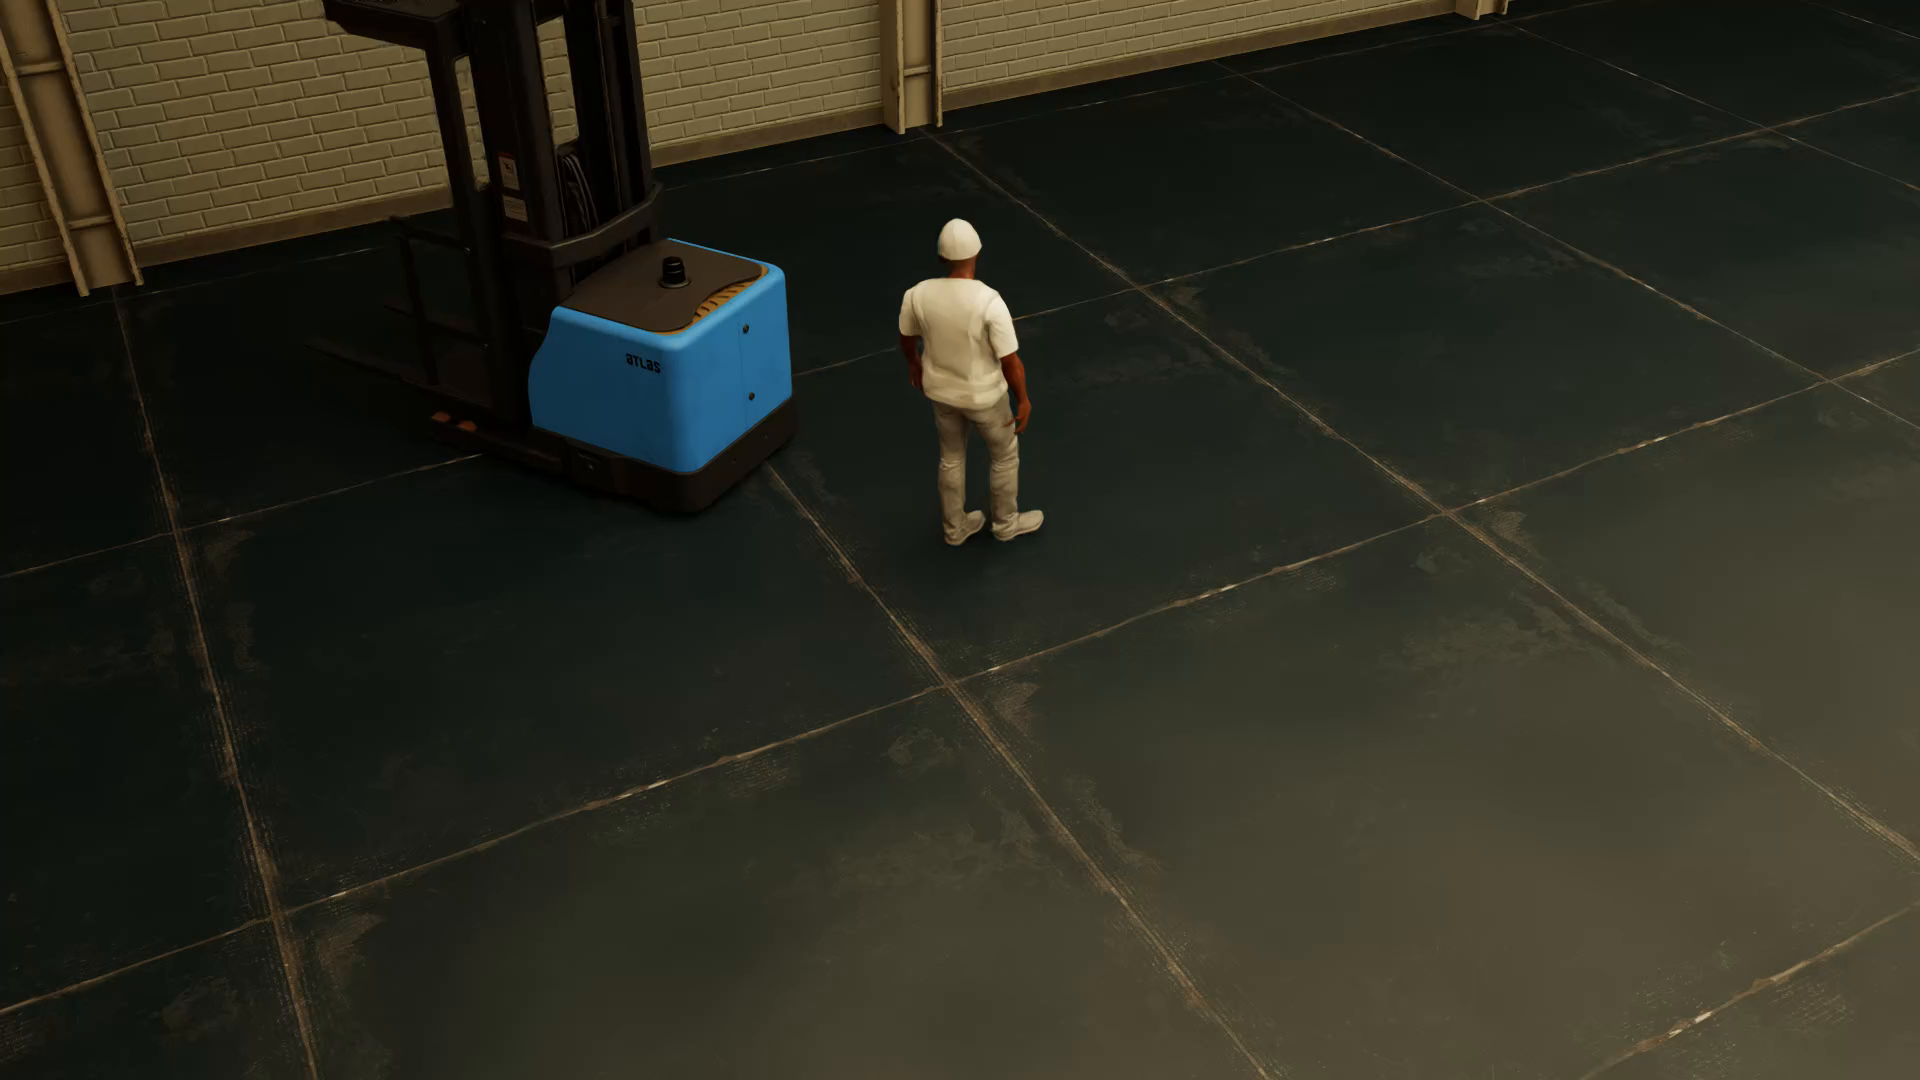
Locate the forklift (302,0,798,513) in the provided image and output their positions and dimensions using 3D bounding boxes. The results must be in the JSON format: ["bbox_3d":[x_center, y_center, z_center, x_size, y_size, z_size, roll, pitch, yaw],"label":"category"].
[{"bbox_3d":[-2.460,-1.948,8.879,3.031,2.935,1.130,18,39,23],"label":"forklift"}]

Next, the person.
[{"bbox_3d":[0.040,-0.772,8.247,0.718,1.762,0.474,14,38,19],"label":"person"}]
